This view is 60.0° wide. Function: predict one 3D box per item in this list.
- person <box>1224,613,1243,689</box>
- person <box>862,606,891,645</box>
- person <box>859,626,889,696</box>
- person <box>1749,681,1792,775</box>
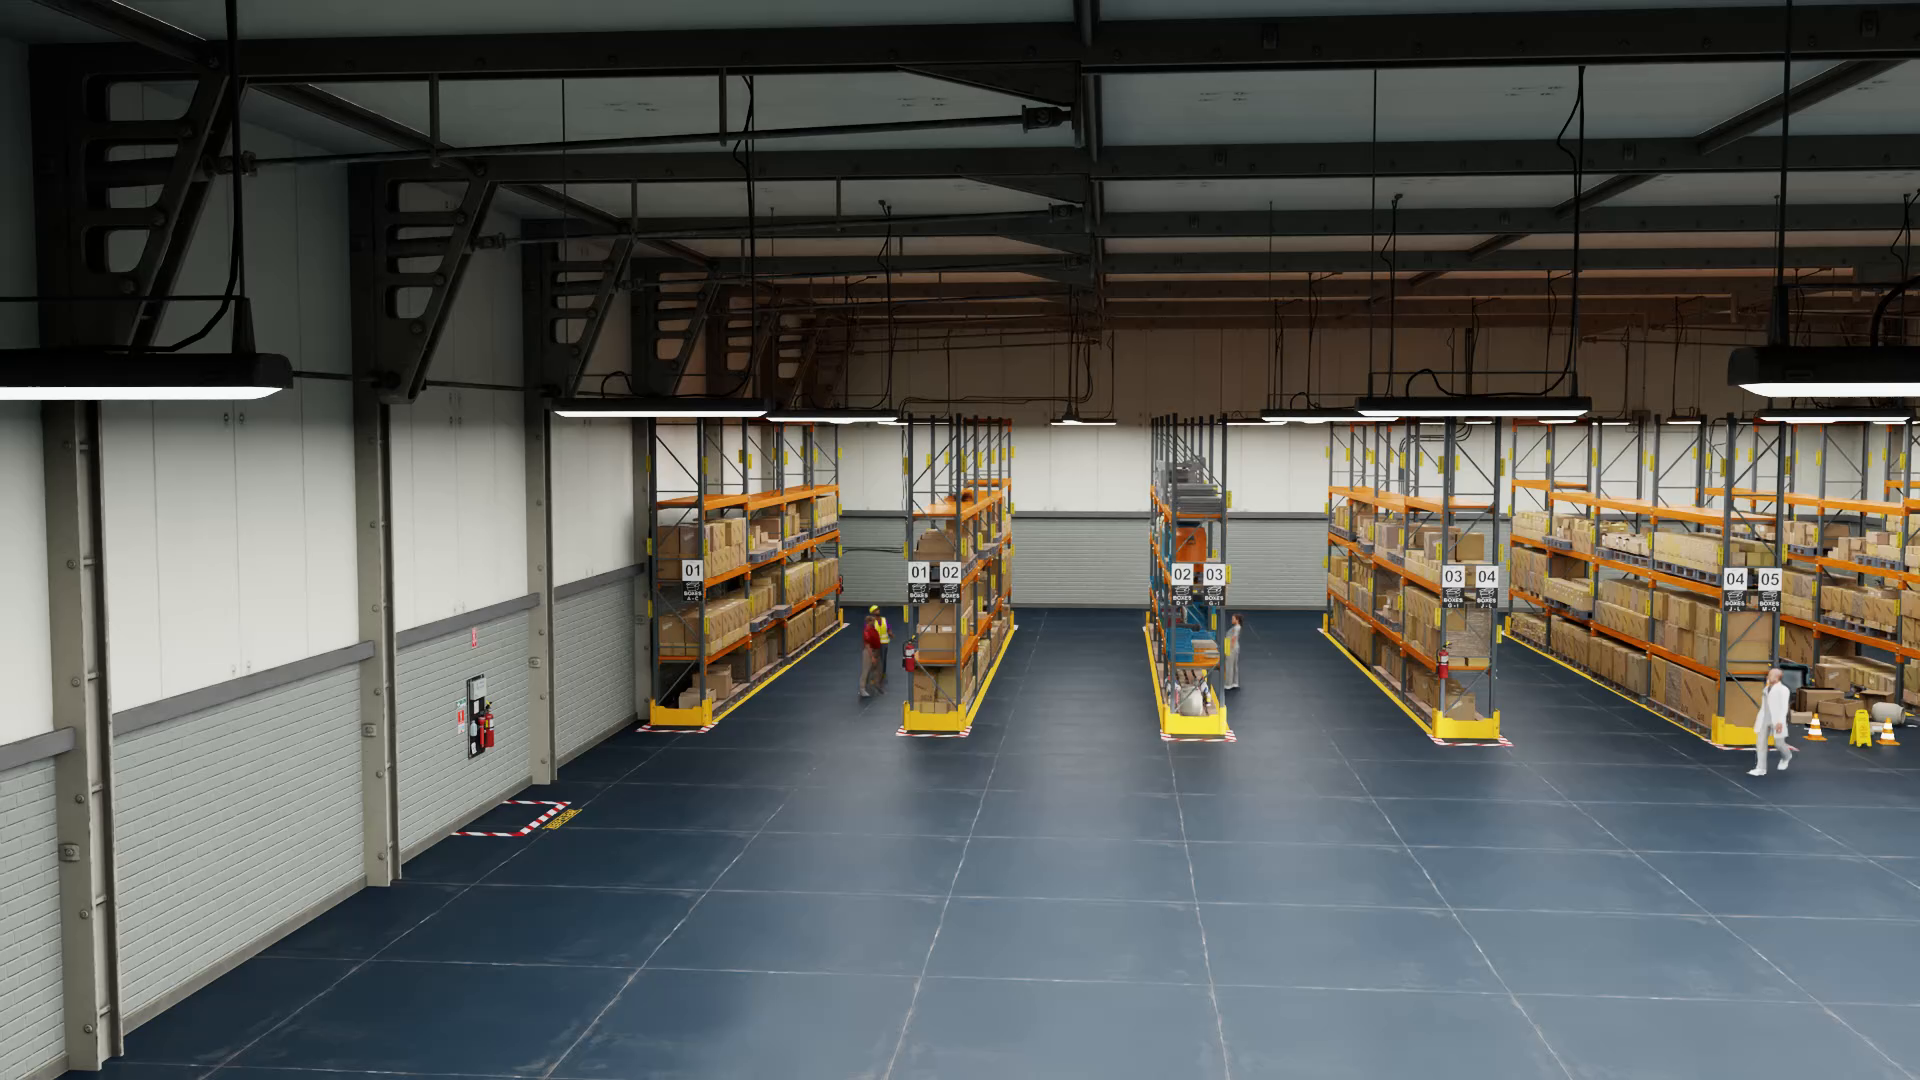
[{"bbox_3d":[5.963,2.437,36.540,0.463,1.669,0.513,1,4,19],"label":"person"},{"bbox_3d":[-1.889,1.917,37.557,0.635,0.867,0.429,0,4,2],"label":"person"},{"bbox_3d":[-1.868,2.588,35.639,0.487,1.575,0.700,2,4,23],"label":"person"},{"bbox_3d":[13.454,3.098,27.497,0.538,1.549,0.996,4,5,44],"label":"person"}]
